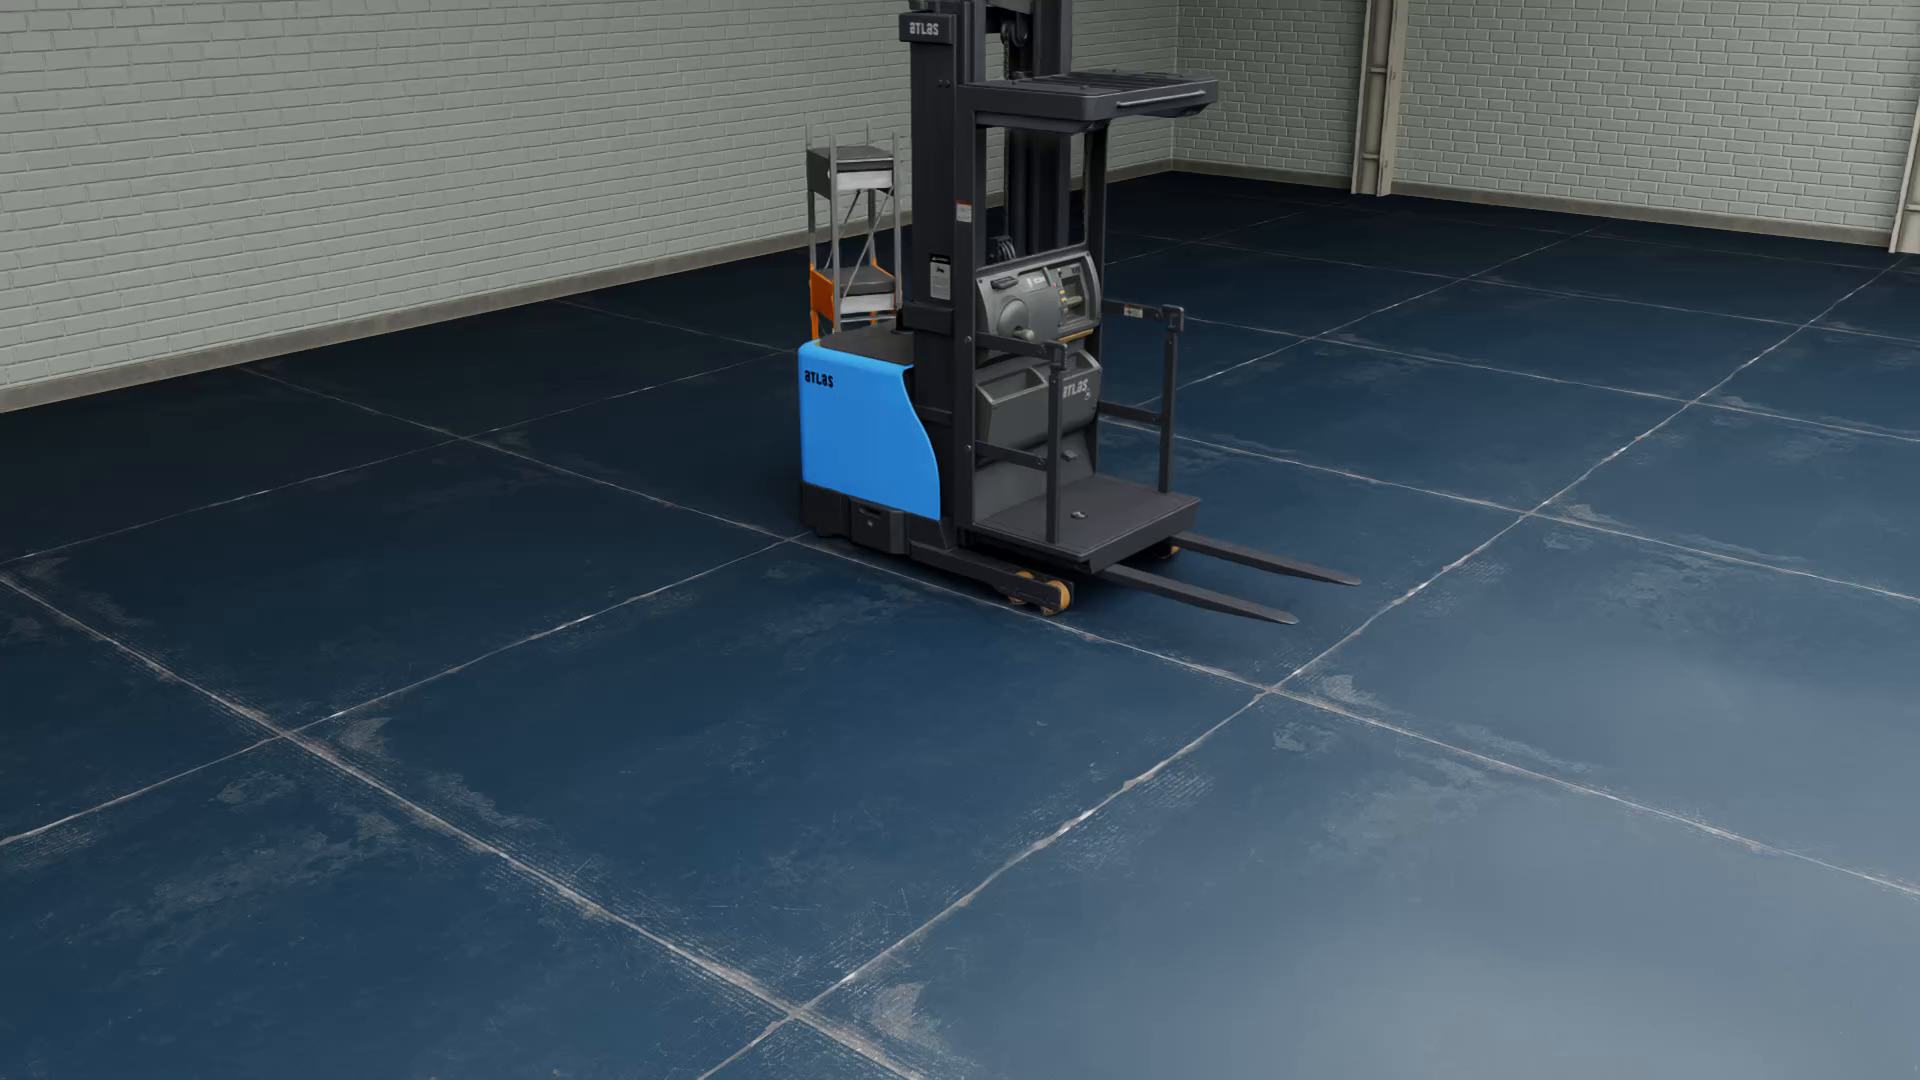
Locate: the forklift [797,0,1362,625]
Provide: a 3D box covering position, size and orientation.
[{"bbox_3d":[0.564,-1.215,8.236,3.031,2.935,1.130,16,26,37],"label":"forklift"}]

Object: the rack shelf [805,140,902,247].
[{"bbox_3d":[-0.613,-1.994,9.534,0.431,0.518,0.480,-7,22,-19],"label":"rack shelf"}]

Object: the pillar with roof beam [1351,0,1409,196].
[{"bbox_3d":[2.344,-7.307,15.792,0.400,9.000,9.100,16,26,36],"label":"pillar with roof beam"}]

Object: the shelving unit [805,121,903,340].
[{"bbox_3d":[-0.613,-1.352,9.777,0.431,2.100,0.503,-7,22,-19],"label":"shelving unit"}]

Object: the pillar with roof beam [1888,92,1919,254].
[{"bbox_3d":[6.992,-5.969,12.242,0.400,9.000,9.100,16,26,36],"label":"pillar with roof beam"}]

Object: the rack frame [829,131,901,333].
[{"bbox_3d":[-0.528,-1.271,9.563,0.400,2.100,0.015,-7,22,-19],"label":"rack frame"}]

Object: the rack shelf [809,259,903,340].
[{"bbox_3d":[-0.613,-1.339,9.781,0.431,0.518,0.480,-7,22,-19],"label":"rack shelf"}]

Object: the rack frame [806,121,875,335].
[{"bbox_3d":[-0.698,-1.432,9.991,0.400,2.100,0.015,-7,22,-19],"label":"rack frame"}]
